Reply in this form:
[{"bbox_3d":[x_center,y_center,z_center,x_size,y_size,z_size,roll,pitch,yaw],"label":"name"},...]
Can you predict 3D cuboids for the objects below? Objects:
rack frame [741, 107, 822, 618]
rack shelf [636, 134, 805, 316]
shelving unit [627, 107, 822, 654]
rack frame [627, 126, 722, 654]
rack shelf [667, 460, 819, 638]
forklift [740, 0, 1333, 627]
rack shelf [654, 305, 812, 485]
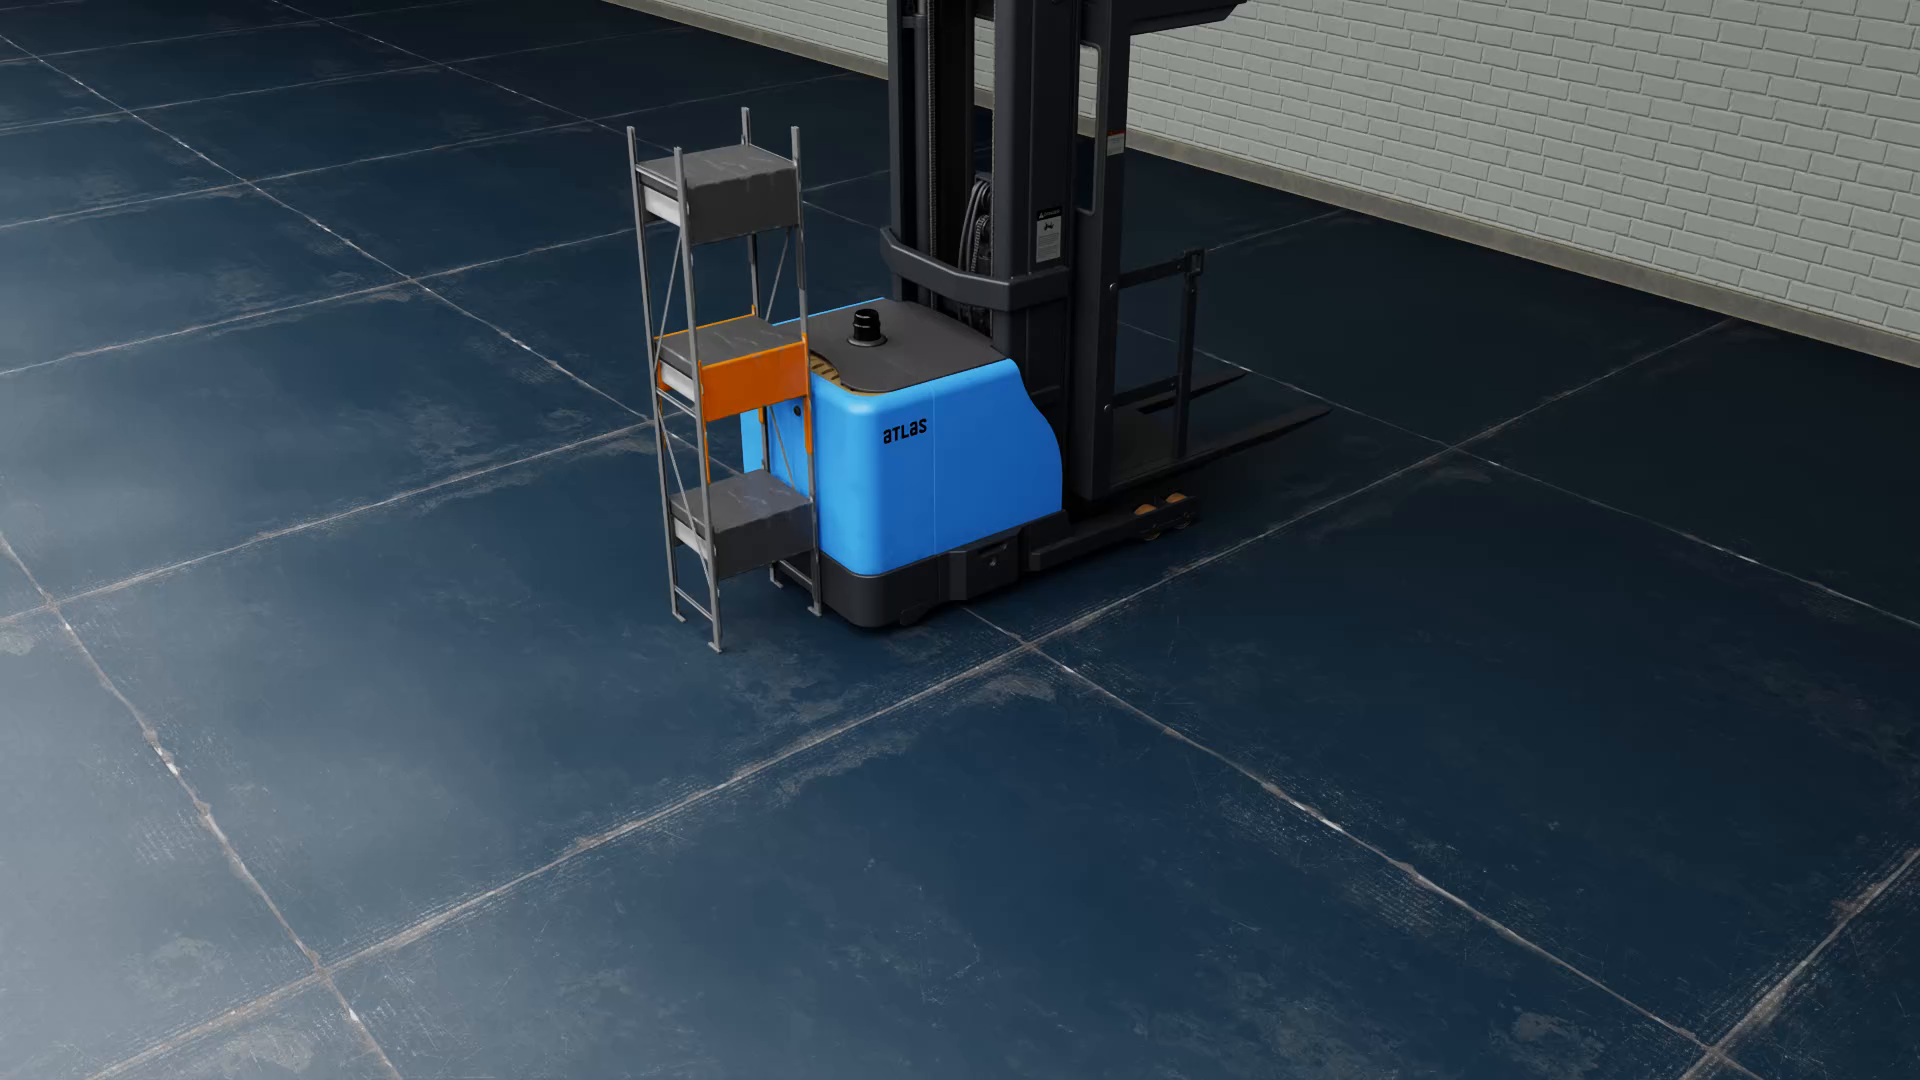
[{"bbox_3d":[-0.719,-0.670,6.777,0.015,2.100,0.400,-19,34,-32],"label":"rack frame"},{"bbox_3d":[-0.914,-1.207,6.324,0.480,0.518,0.431,-19,34,-32],"label":"rack shelf"},{"bbox_3d":[-0.914,-0.601,6.648,0.503,2.100,0.431,-19,34,-32],"label":"shelving unit"},{"bbox_3d":[-1.109,-0.532,6.519,0.015,2.100,0.400,-19,34,-32],"label":"rack frame"},{"bbox_3d":[-0.914,0.028,6.984,0.480,0.518,0.431,-19,34,-32],"label":"rack shelf"},{"bbox_3d":[0.505,-1.471,7.392,3.031,2.935,1.130,-19,34,-32],"label":"forklift"},{"bbox_3d":[-0.914,-0.589,6.654,0.480,0.518,0.431,-19,34,-32],"label":"rack shelf"}]
